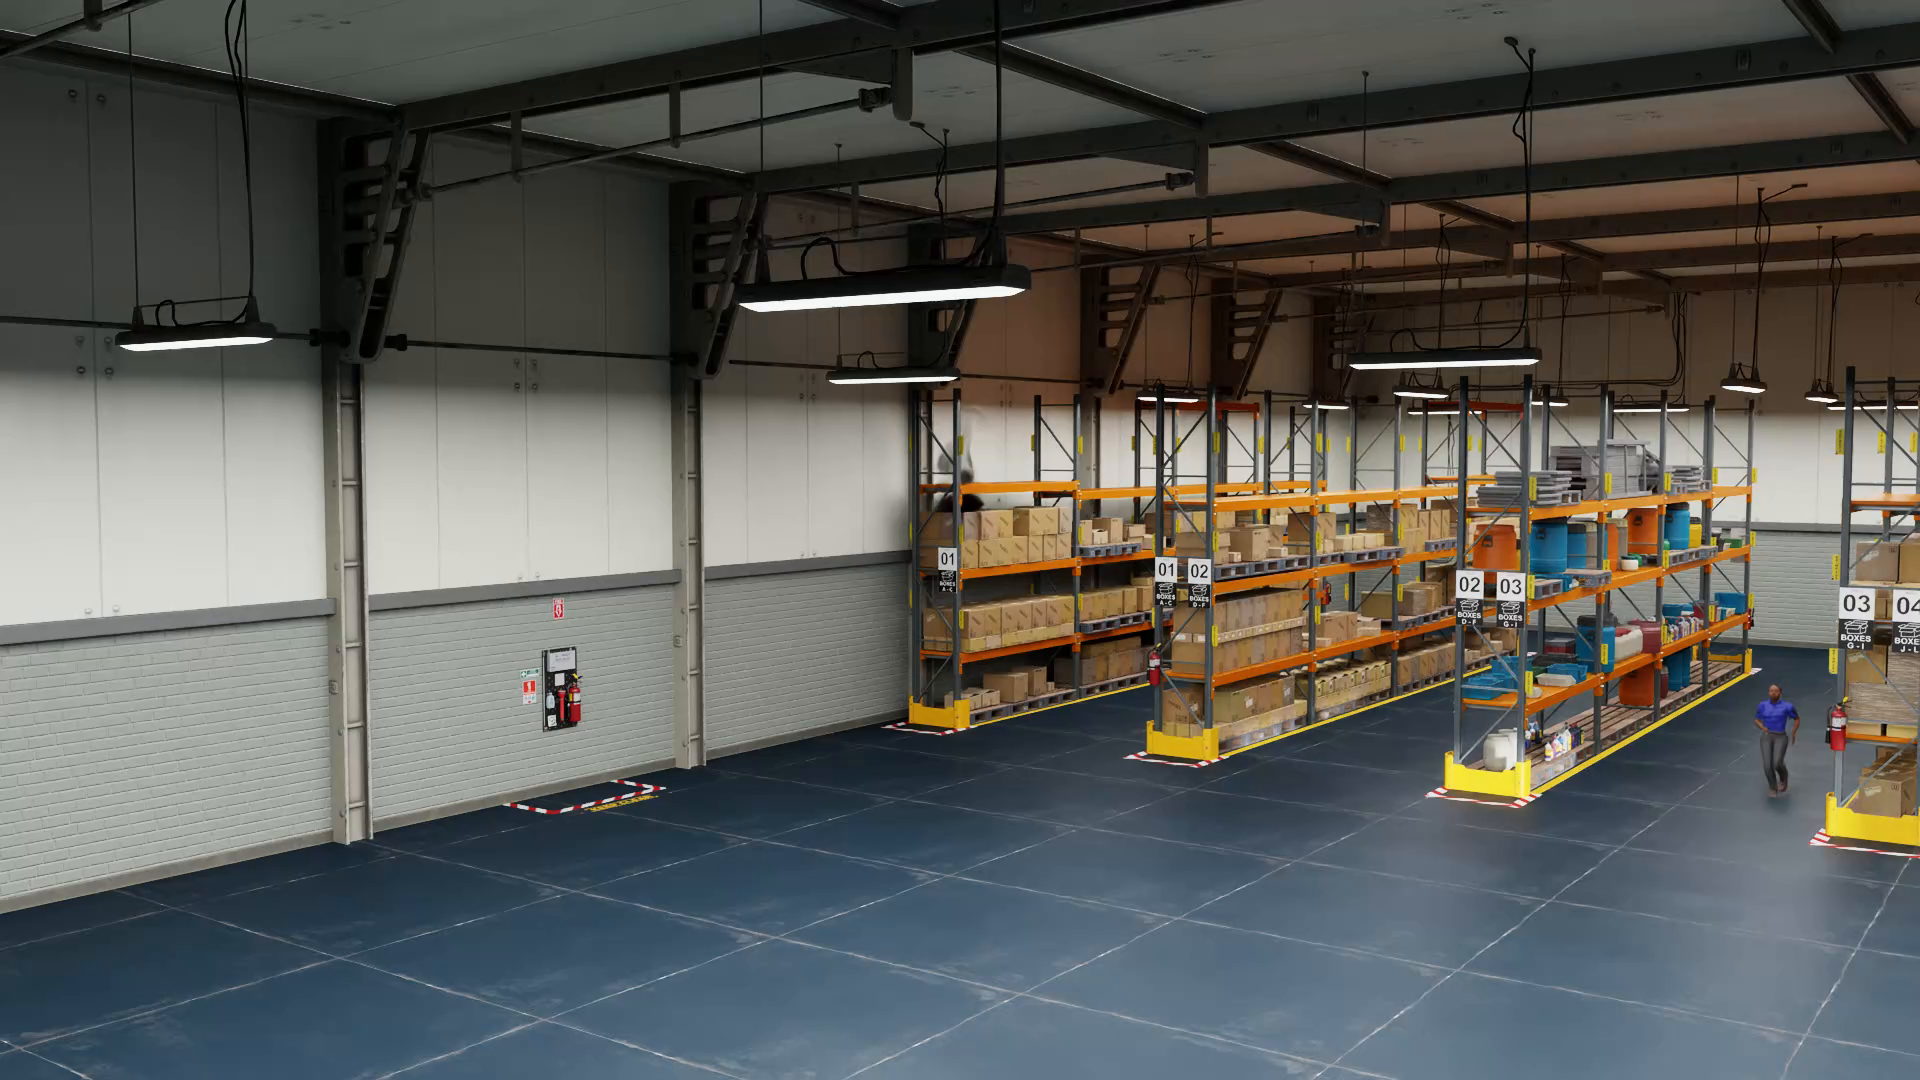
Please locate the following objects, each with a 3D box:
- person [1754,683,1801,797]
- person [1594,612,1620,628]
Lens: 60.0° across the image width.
[{"bbox_3d":[11.555,2.853,23.586,0.562,1.608,0.562,3,4,38],"label":"person"},{"bbox_3d":[13.711,2.146,35.405,0.651,1.693,0.607,3,4,42],"label":"person"}]
